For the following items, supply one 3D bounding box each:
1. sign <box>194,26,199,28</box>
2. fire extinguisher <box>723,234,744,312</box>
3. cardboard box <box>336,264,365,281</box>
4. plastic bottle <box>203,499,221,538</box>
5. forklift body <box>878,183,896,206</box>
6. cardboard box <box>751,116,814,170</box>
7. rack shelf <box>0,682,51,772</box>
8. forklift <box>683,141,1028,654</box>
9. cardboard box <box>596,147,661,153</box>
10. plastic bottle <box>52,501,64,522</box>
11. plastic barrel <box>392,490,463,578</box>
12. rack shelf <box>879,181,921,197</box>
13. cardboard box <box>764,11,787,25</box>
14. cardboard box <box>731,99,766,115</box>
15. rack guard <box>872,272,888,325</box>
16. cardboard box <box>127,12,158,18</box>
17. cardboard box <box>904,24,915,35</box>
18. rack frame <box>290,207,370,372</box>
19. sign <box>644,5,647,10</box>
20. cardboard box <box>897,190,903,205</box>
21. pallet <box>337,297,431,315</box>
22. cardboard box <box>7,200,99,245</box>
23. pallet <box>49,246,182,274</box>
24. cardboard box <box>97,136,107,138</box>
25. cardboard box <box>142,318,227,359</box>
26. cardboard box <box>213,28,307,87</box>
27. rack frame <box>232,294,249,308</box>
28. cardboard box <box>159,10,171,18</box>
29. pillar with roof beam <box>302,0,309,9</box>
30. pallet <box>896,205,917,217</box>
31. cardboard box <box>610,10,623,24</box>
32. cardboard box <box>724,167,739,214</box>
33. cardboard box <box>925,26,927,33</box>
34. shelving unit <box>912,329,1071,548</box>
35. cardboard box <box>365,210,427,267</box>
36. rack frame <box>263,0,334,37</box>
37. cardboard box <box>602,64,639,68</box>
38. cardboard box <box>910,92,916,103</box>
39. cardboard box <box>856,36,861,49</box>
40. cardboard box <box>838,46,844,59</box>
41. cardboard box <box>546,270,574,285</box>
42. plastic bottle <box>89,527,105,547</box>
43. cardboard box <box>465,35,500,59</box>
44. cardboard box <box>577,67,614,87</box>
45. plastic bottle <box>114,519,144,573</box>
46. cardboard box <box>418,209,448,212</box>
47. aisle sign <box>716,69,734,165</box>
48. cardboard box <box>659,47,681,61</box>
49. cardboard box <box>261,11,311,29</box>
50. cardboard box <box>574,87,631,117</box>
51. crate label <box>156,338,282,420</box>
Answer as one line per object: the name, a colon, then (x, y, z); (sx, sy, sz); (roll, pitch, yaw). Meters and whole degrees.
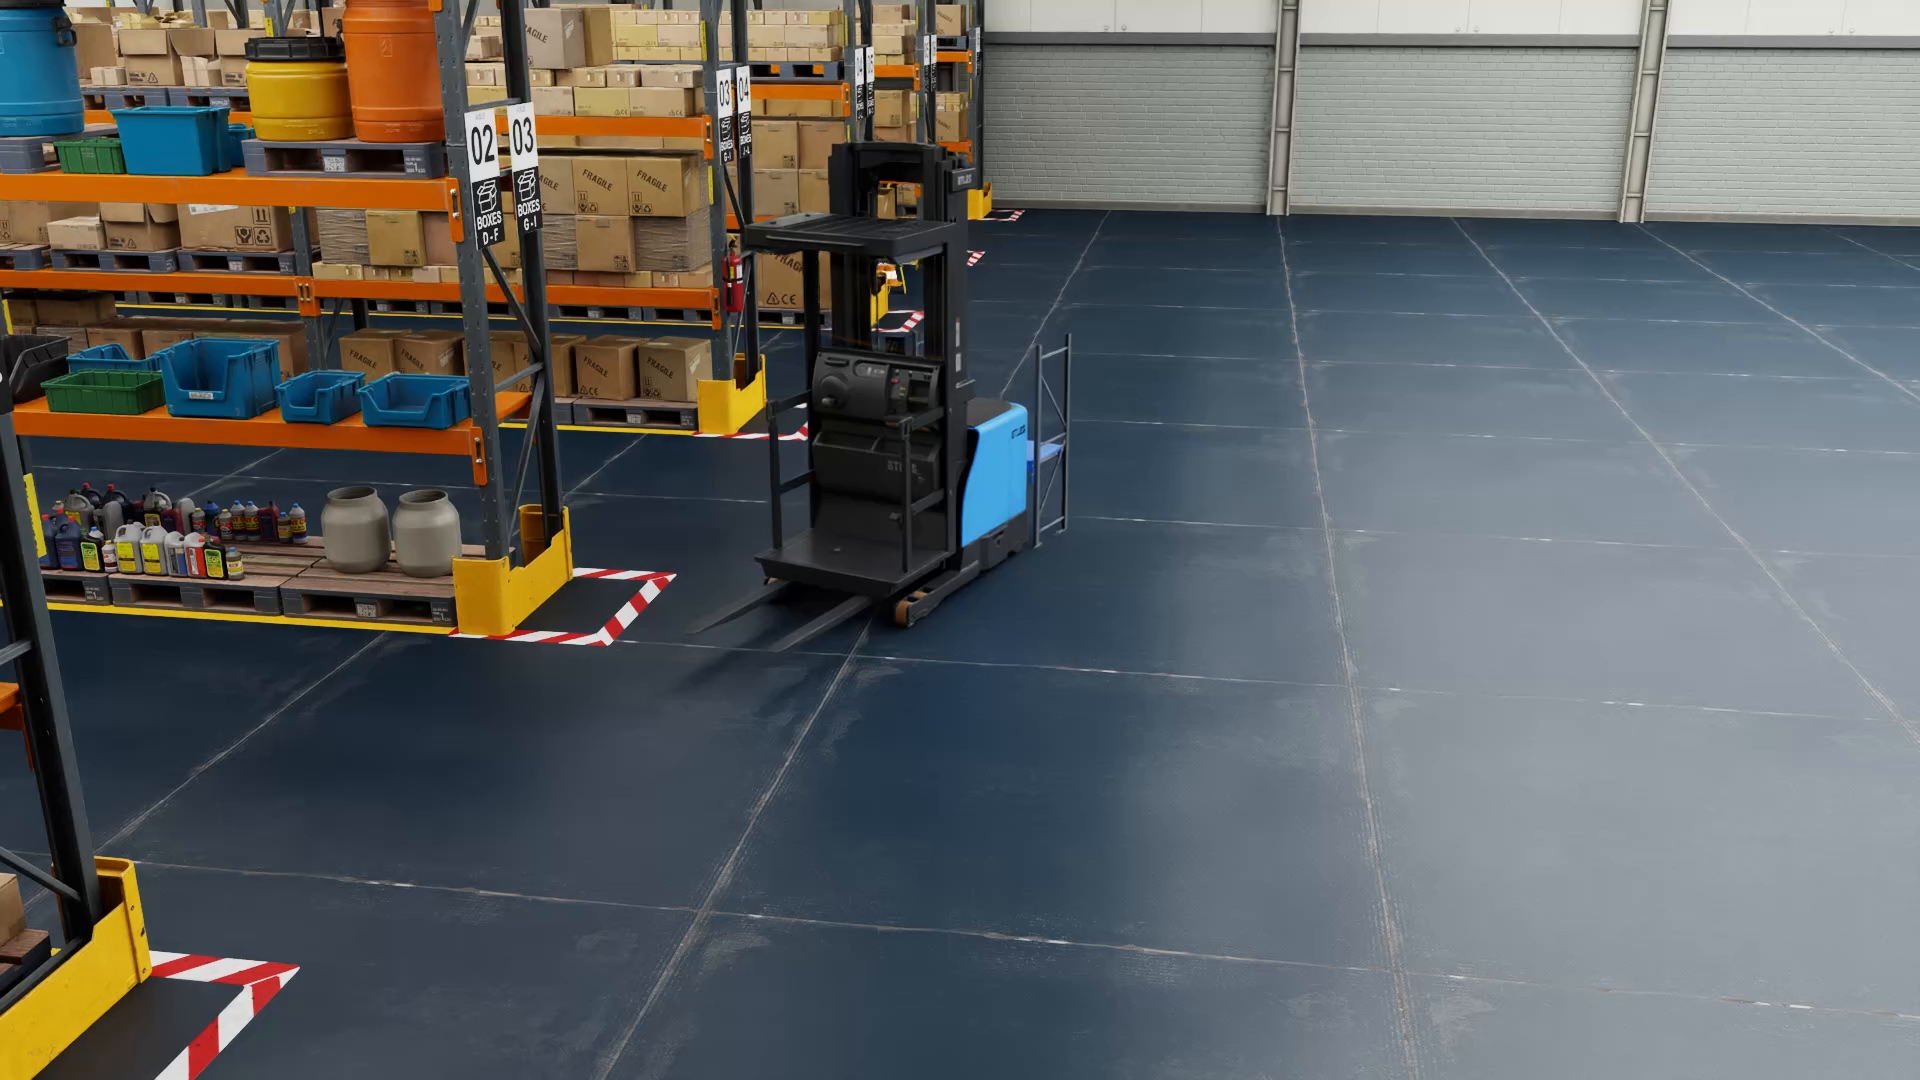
sign: (-9.166, -6.016, 20.012); (0.005, 0.325, 0.100); (3, 19, 9)
fire extinguisher: (-2.026, -2.379, 14.809); (0.183, 0.674, 0.296); (3, 19, 9)
cardboard box: (-5.606, -2.527, 15.523); (0.250, 0.149, 0.380); (3, 19, 9)
plastic bottle: (-5.229, -0.151, 11.633); (0.097, 0.271, 0.097); (0, 18, 0)
forklift body: (-1.872, -6.348, 27.884); (1.214, 2.155, 2.313); (3, 19, 9)
cardboard box: (-2.097, -4.728, 19.768); (0.550, 0.550, 0.875); (3, 19, 9)
rack shelf: (-5.615, 0.778, 6.386); (4.000, 0.370, 1.077); (3, 19, 9)
forklift: (-0.648, -0.997, 10.664); (1.130, 2.935, 3.031); (10, 21, 27)
cardboard box: (-3.058, -3.369, 15.444); (0.500, 0.500, 0.500); (3, 19, 9)
plastic bottle: (-6.393, -0.177, 11.821); (0.097, 0.201, 0.097); (0, 18, 0)
plastic barrel: (-3.513, -0.043, 10.964); (0.421, 0.512, 0.421); (0, 18, 0)
rack shelf: (-2.468, -5.430, 24.940); (4.000, 0.370, 1.077); (3, 19, 9)
cardboard box: (-2.065, -5.980, 19.040); (0.250, 0.149, 0.380); (3, 19, 10)
cardboard box: (-3.051, -6.379, 24.437); (0.500, 0.500, 0.700); (3, 19, 7)
rack guard: (-1.155, -2.929, 20.268); (0.348, 0.500, 1.175); (3, 19, 9)
cardboard box: (-10.201, -6.484, 20.863); (0.258, 0.266, 0.396); (3, 19, 9)
cardboard box: (-0.812, -7.434, 24.206); (0.250, 0.149, 0.380); (3, 19, 8)
rack frame: (-6.015, -2.768, 15.847); (0.127, 3.000, 1.000); (3, 19, 9)
sign: (-4.527, -7.553, 23.986); (0.005, 0.325, 0.100); (3, 19, 9)
cardboard box: (-1.206, -6.102, 29.485); (0.500, 0.250, 0.500); (3, 19, 9)
pallet: (-7.110, -3.070, 21.146); (1.213, 0.211, 1.003); (3, 19, 9)
cardboard box: (-8.858, -3.204, 16.332); (0.500, 0.500, 0.700); (6, 19, 17)
pallet: (-8.003, -2.791, 16.220); (1.213, 0.211, 1.003); (3, 19, 9)
cardboard box: (-13.349, -6.290, 26.216); (0.500, 0.500, 0.500); (2, 19, 7)
cardboard box: (-7.638, -1.886, 16.460); (0.500, 0.500, 0.700); (1, 19, 4)
cardboard box: (-6.463, -4.493, 15.452); (0.637, 0.503, 0.797); (2, 19, 6)
rack frame: (-9.078, -4.518, 21.078); (0.127, 3.000, 1.000); (3, 19, 9)
cardboard box: (-14.610, -9.628, 30.605); (0.500, 0.250, 0.500); (3, 19, 8)
pillar with roof beam: (-12.785, -9.644, 26.944); (0.400, 9.000, 9.100); (3, 19, 9)
pallet: (-0.472, -5.929, 29.691); (1.213, 0.211, 1.003); (3, 19, 9)
cardboard box: (-4.070, -6.082, 19.345); (0.250, 0.149, 0.380); (3, 19, 8)
cardboard box: (-2.632, -4.279, 20.128); (0.550, 0.550, 0.875); (3, 19, 9)
cardboard box: (-0.576, -8.723, 28.494); (0.250, 0.149, 0.380); (2, 19, 7)
shelving unit: (0.229, -0.806, 12.349); (1.048, 1.500, 0.538); (10, 21, 28)
cardboard box: (-5.092, -2.878, 15.551); (0.500, 0.500, 0.875); (3, 19, 9)
rack frame: (-6.015, -5.613, 14.895); (0.127, 3.000, 1.000); (3, 19, 9)
cardboard box: (-3.068, -4.247, 15.148); (0.250, 0.149, 0.380); (4, 19, 11)
cardboard box: (-0.842, -7.718, 28.992); (0.250, 0.149, 0.380); (3, 19, 9)
cardboard box: (-1.536, -7.135, 23.939); (0.500, 0.250, 0.500); (3, 19, 8)
cardboard box: (-1.467, -5.783, 19.708); (0.250, 0.149, 0.380); (3, 19, 9)
cardboard box: (-3.616, -2.455, 15.308); (0.250, 0.149, 0.380); (3, 19, 9)
plastic bottle: (-5.732, 0.045, 11.047); (0.097, 0.271, 0.097); (0, 18, 0)
cardboard box: (-5.851, -5.900, 19.898); (0.500, 0.250, 0.500); (3, 19, 9)
cardboard box: (-3.167, -4.057, 14.583); (0.250, 0.149, 0.380); (3, 19, 9)
plastic bottle: (-5.463, 0.033, 10.958); (0.185, 0.351, 0.144); (3, 19, 8)
cardboard box: (-4.623, -3.278, 15.170); (0.500, 0.500, 0.500); (3, 19, 9)
aisle sign: (-2.052, -3.702, 14.543); (0.004, 0.787, 0.394); (3, 19, 9)
cardboard box: (-3.321, -5.665, 19.356); (0.250, 0.149, 0.380); (3, 19, 9)
cardboard box: (-10.178, -7.741, 25.163); (0.500, 0.500, 0.500); (3, 19, 9)
cardboard box: (-3.075, -3.887, 14.701); (0.500, 0.250, 0.500); (3, 19, 9)
crate label: (-4.711, -1.039, 10.626); (0.616, 0.435, 0.502); (3, 19, 9)
